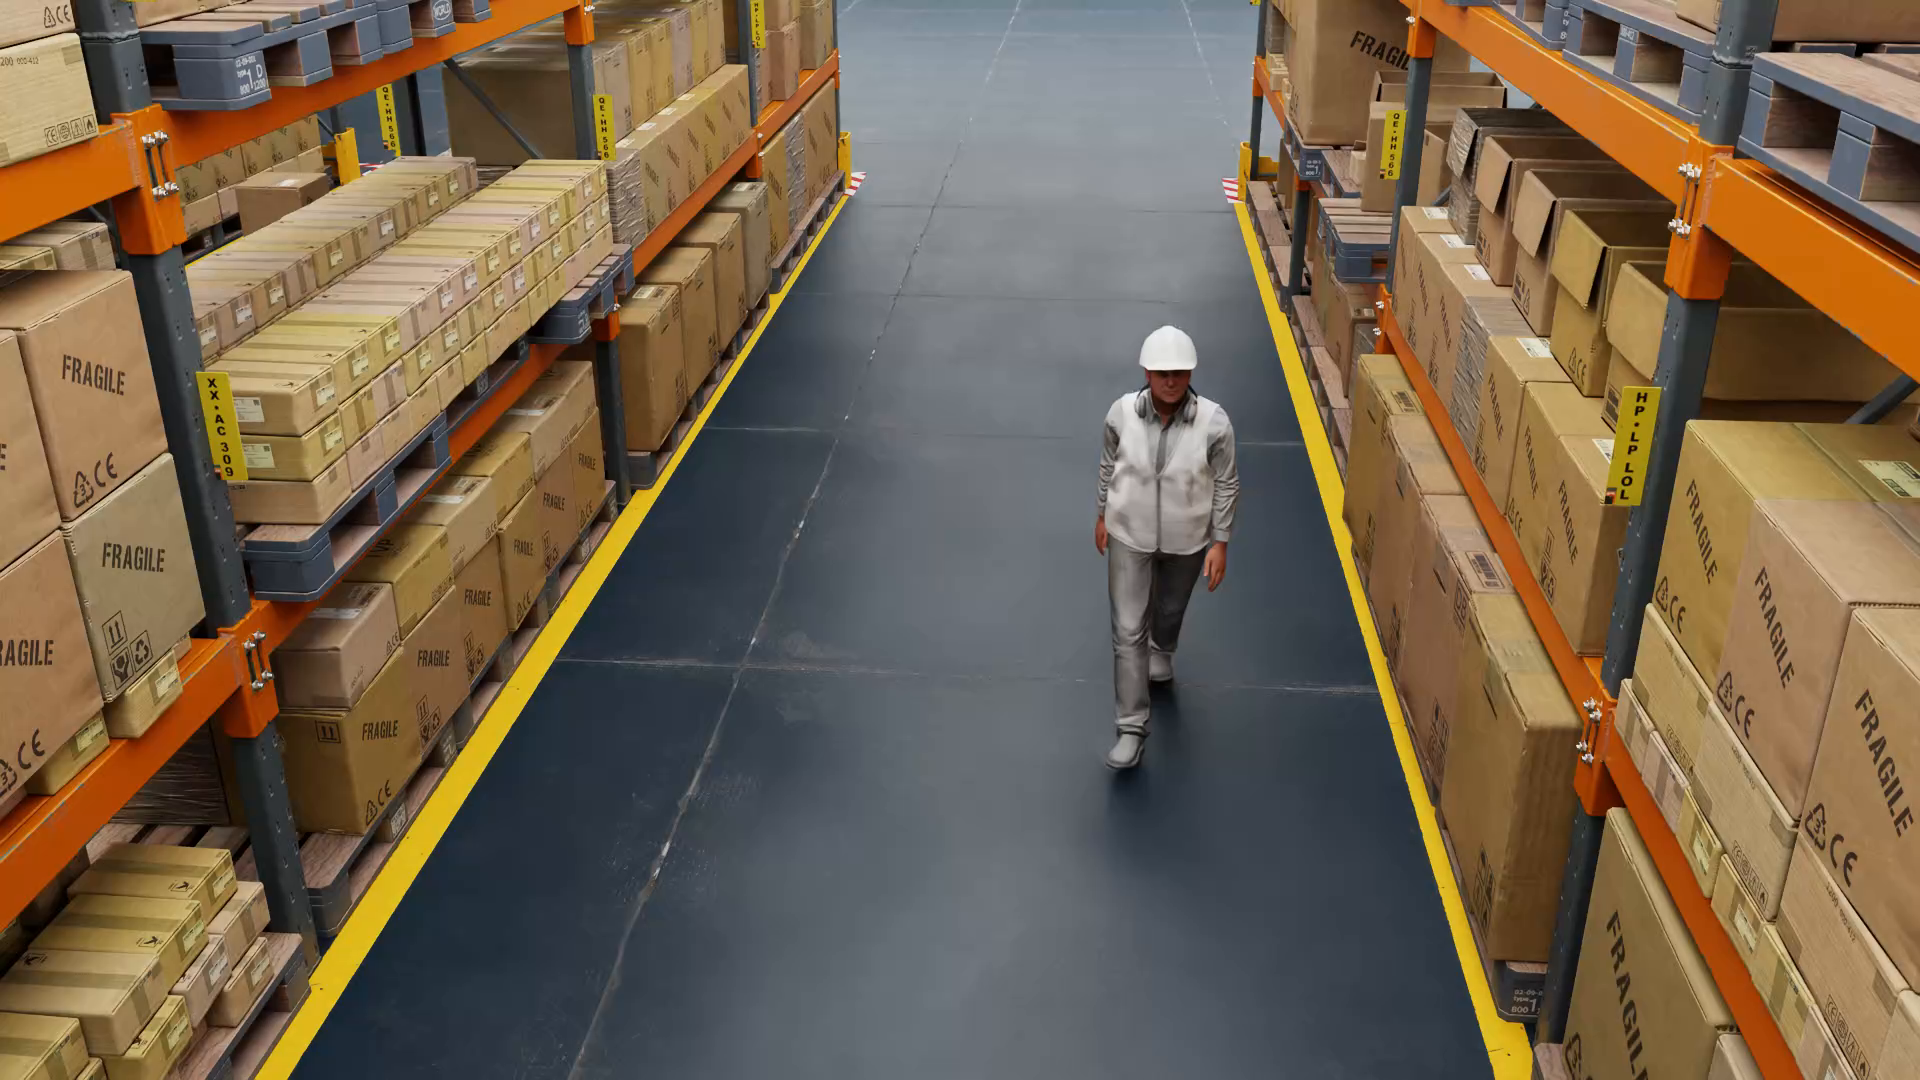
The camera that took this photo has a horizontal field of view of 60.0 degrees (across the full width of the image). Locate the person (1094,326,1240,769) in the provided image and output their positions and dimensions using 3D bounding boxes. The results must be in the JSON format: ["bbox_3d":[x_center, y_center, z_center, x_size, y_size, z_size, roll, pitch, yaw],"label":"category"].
[{"bbox_3d":[0.818,-0.031,6.655,0.565,1.713,1.057,2,24,5],"label":"person"}]
